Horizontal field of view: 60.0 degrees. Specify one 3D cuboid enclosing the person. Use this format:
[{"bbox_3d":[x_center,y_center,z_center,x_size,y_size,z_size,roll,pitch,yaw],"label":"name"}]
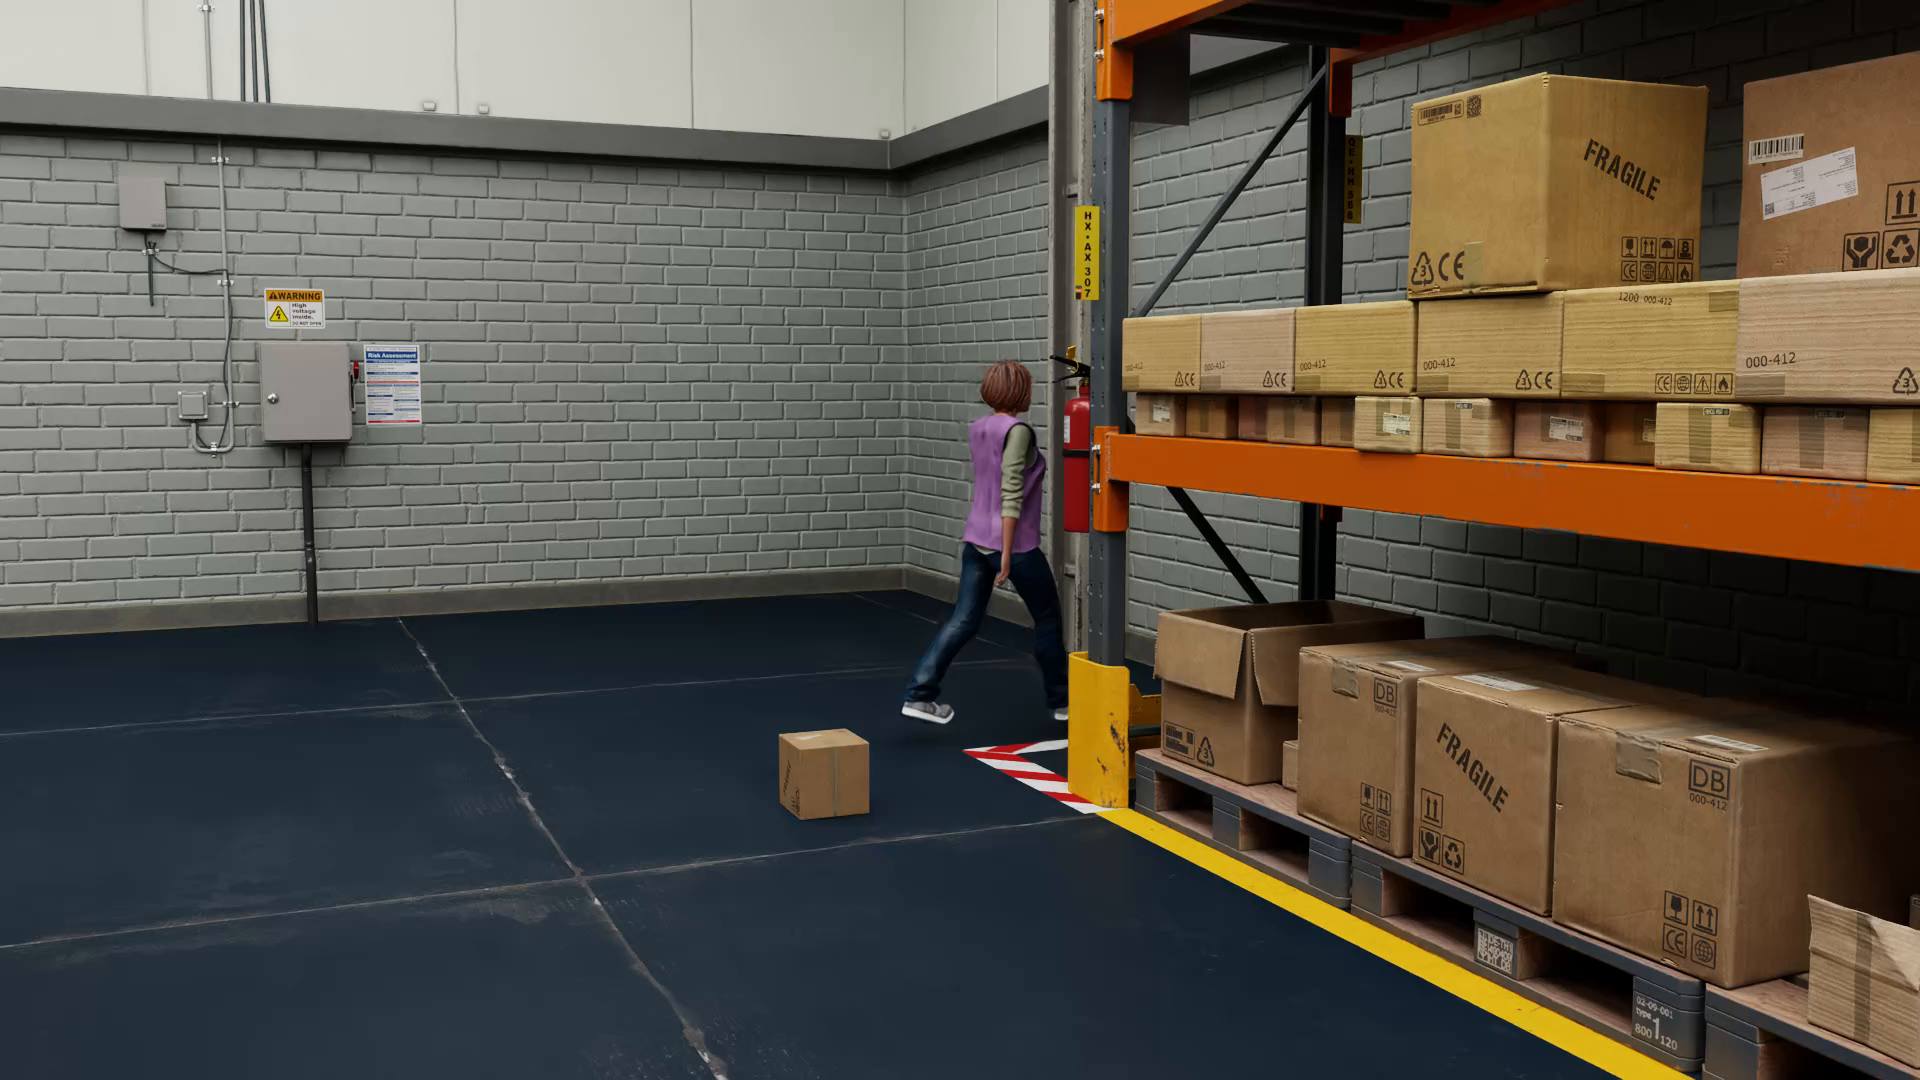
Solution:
[{"bbox_3d":[0.185,0.015,6.998,0.983,1.538,0.430,-4,7,-35],"label":"person"}]
